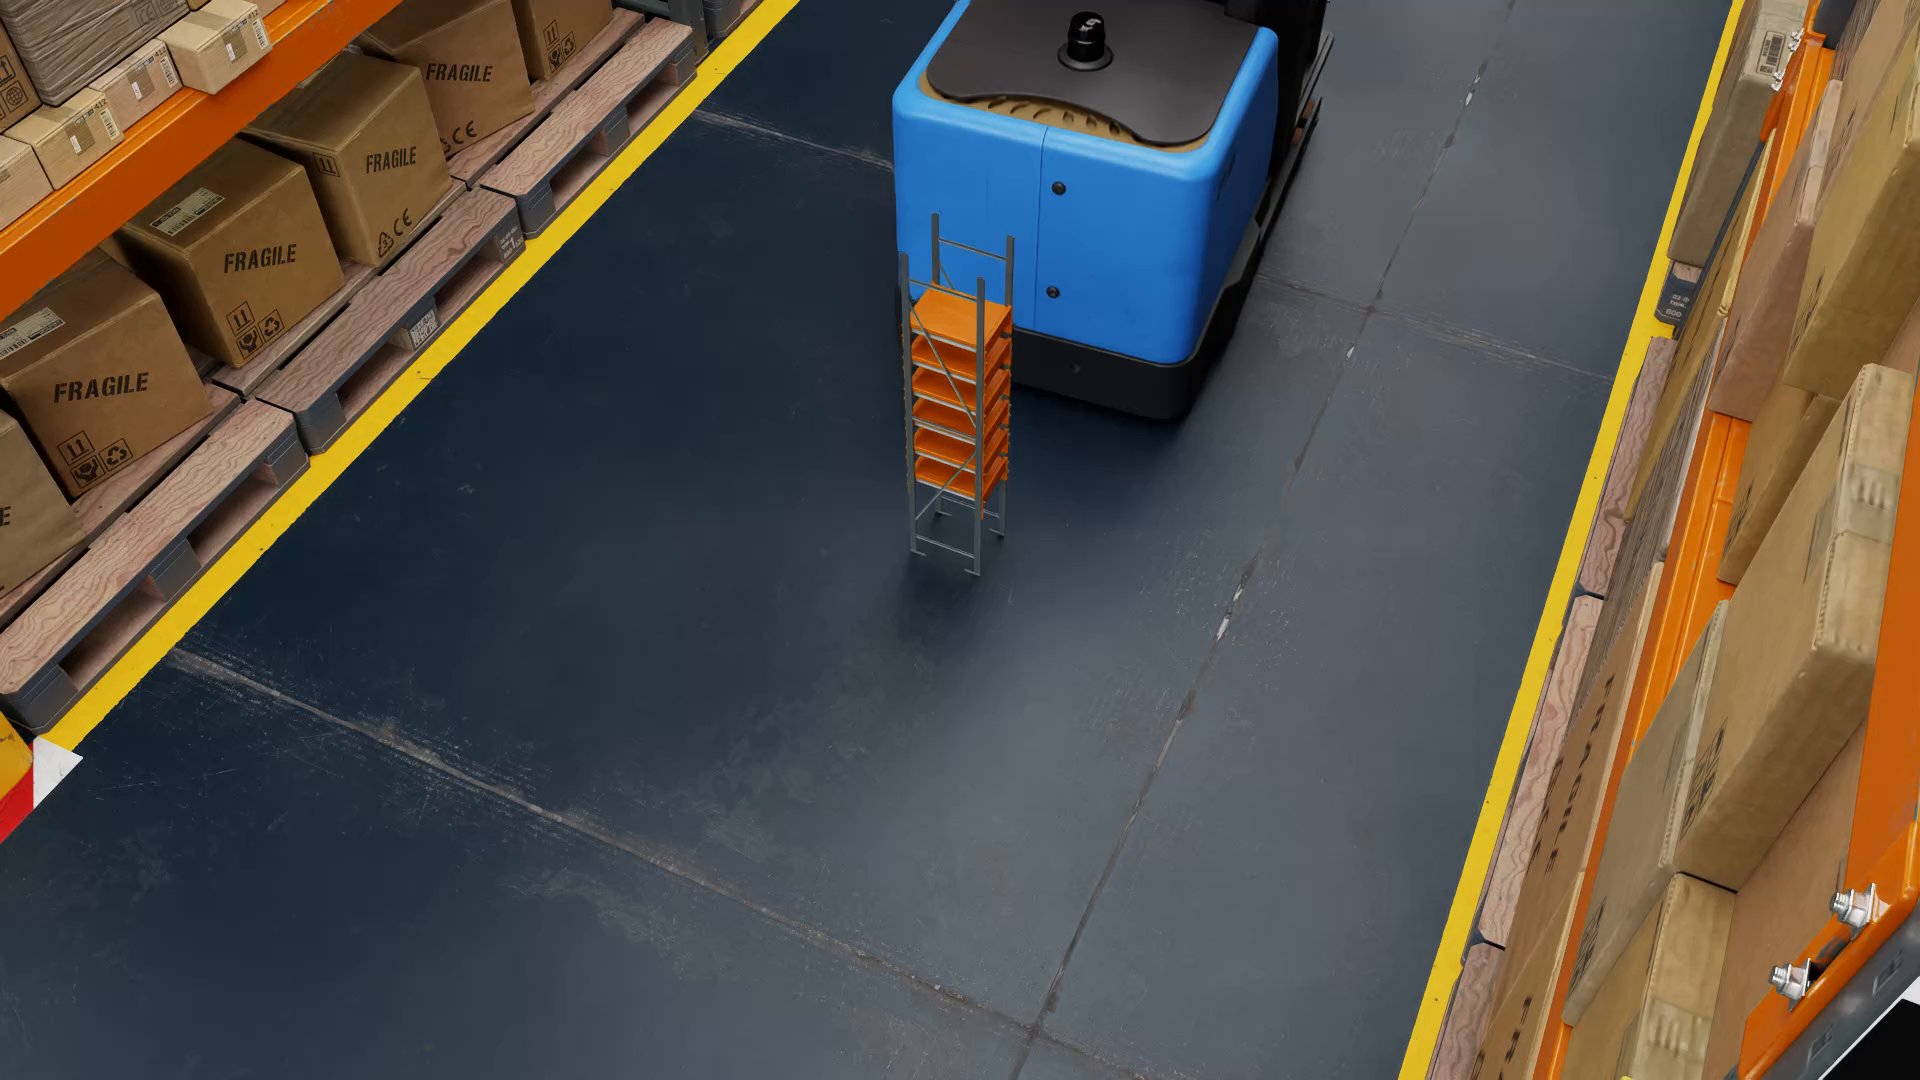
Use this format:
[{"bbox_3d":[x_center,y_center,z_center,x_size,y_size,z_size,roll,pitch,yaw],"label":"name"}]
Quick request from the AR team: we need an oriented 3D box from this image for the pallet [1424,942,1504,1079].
[{"bbox_3d":[1.473,1.633,3.722,1.003,0.211,1.213,20,52,16],"label":"pallet"}]

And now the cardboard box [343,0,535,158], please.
[{"bbox_3d":[-1.975,-1.800,6.177,0.500,0.500,0.500,36,58,27],"label":"cardboard box"}]

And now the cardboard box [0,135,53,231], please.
[{"bbox_3d":[-2.569,-0.928,4.235,0.380,0.149,0.250,20,52,16],"label":"cardboard box"}]

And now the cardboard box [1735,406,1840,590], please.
[{"bbox_3d":[1.888,0.255,2.965,0.875,0.550,0.550,20,52,16],"label":"cardboard box"}]

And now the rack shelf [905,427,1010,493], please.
[{"bbox_3d":[-0.006,-0.272,4.910,0.258,0.103,0.180,20,52,16],"label":"rack shelf"}]

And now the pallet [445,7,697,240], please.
[{"bbox_3d":[-1.785,-1.755,6.605,1.003,0.211,1.213,20,52,16],"label":"pallet"}]

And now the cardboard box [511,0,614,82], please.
[{"bbox_3d":[-1.737,-2.197,6.515,0.500,0.500,0.500,18,52,15],"label":"cardboard box"}]

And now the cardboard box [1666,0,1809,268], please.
[{"bbox_3d":[3.095,-1.313,5.599,1.050,0.750,0.750,20,52,16],"label":"cardboard box"}]

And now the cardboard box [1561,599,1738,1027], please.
[{"bbox_3d":[1.535,0.600,2.671,0.875,0.550,0.550,20,52,16],"label":"cardboard box"}]

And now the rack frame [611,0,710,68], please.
[{"bbox_3d":[-1.530,-3.133,5.946,1.000,3.000,0.127,20,52,16],"label":"rack frame"}]

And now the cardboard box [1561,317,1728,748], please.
[{"bbox_3d":[2.198,0.135,4.285,0.875,0.875,0.875,20,53,16],"label":"cardboard box"}]

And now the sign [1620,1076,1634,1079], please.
[{"bbox_3d":[0.718,0.667,1.797,0.100,0.325,0.005,20,52,16],"label":"sign"}]

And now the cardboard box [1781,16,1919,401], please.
[{"bbox_3d":[2.019,-0.494,2.893,0.875,0.550,0.500,20,52,16],"label":"cardboard box"}]

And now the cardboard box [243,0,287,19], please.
[{"bbox_3d":[-2.186,-1.632,4.834,0.380,0.149,0.250,20,52,16],"label":"cardboard box"}]

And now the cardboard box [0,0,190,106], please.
[{"bbox_3d":[-2.621,-1.591,4.373,0.875,0.500,0.500,20,52,16],"label":"cardboard box"}]

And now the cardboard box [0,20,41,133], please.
[{"bbox_3d":[-2.874,-1.260,4.092,0.875,0.500,0.500,20,52,16],"label":"cardboard box"}]

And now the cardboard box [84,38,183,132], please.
[{"bbox_3d":[-2.373,-1.279,4.533,0.380,0.149,0.250,20,52,16],"label":"cardboard box"}]

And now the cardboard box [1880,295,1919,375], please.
[{"bbox_3d":[1.910,-0.087,2.547,0.875,0.550,0.550,20,52,16],"label":"cardboard box"}]

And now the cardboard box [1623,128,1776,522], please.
[{"bbox_3d":[2.579,-0.487,4.814,0.875,0.875,0.875,21,53,17],"label":"cardboard box"}]

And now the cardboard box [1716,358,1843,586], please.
[{"bbox_3d":[2.077,-0.123,3.287,0.875,0.550,0.500,20,52,16],"label":"cardboard box"}]

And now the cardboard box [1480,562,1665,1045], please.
[{"bbox_3d":[1.807,0.762,3.751,0.875,0.875,0.875,19,52,16],"label":"cardboard box"}]

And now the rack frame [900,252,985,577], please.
[{"bbox_3d":[-0.045,-0.316,4.731,0.240,1.200,0.006,20,52,16],"label":"rack frame"}]

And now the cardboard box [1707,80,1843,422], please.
[{"bbox_3d":[2.213,-0.521,3.625,0.875,0.550,0.550,20,52,16],"label":"cardboard box"}]

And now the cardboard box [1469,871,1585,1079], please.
[{"bbox_3d":[1.433,1.369,3.235,0.875,0.875,0.875,20,53,16],"label":"cardboard box"}]

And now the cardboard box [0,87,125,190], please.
[{"bbox_3d":[-2.456,-1.098,4.379,0.380,0.149,0.250,20,52,16],"label":"cardboard box"}]

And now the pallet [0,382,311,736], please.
[{"bbox_3d":[-2.827,-0.075,5.175,1.003,0.211,1.213,20,52,16],"label":"pallet"}]

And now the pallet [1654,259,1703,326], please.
[{"bbox_3d":[3.173,-1.102,6.049,1.003,0.211,1.213,20,52,16],"label":"pallet"}]

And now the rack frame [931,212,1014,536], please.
[{"bbox_3d":[0.033,-0.442,4.838,0.240,1.200,0.006,20,52,16],"label":"rack frame"}]

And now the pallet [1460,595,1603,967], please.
[{"bbox_3d":[1.996,0.795,4.435,1.003,0.211,1.213,20,52,16],"label":"pallet"}]

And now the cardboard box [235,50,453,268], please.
[{"bbox_3d":[-2.169,-1.347,5.792,0.500,0.500,0.500,16,51,13],"label":"cardboard box"}]

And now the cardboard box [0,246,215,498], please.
[{"bbox_3d":[-2.732,-0.552,5.116,0.500,0.500,0.500,33,57,25],"label":"cardboard box"}]

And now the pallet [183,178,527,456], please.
[{"bbox_3d":[-2.305,-0.912,5.888,1.003,0.211,1.213,20,52,16],"label":"pallet"}]

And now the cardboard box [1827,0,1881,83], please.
[{"bbox_3d":[2.765,-1.240,4.237,0.875,0.550,0.550,20,52,16],"label":"cardboard box"}]

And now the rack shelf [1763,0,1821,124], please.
[{"bbox_3d":[3.766,-2.594,5.960,1.077,0.370,4.000,20,52,16],"label":"rack shelf"}]

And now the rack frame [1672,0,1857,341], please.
[{"bbox_3d":[2.911,-1.450,4.514,1.000,3.000,0.127,20,52,16],"label":"rack frame"}]

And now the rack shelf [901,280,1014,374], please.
[{"bbox_3d":[-0.006,-0.583,4.544,0.258,0.103,0.180,20,52,16],"label":"rack shelf"}]

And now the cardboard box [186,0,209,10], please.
[{"bbox_3d":[-2.397,-1.931,4.663,0.875,0.500,0.500,20,52,16],"label":"cardboard box"}]

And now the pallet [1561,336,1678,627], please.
[{"bbox_3d":[2.516,-0.048,5.152,1.003,0.211,1.213,20,52,16],"label":"pallet"}]

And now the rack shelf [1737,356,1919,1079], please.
[{"bbox_3d":[2.057,-0.811,2.474,1.077,0.370,4.000,20,52,16],"label":"rack shelf"}]

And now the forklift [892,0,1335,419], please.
[{"bbox_3d":[0.781,-2.497,5.450,1.130,2.935,3.031,16,52,13],"label":"forklift"}]

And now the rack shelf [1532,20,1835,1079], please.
[{"bbox_3d":[2.057,0.161,3.616,1.077,0.370,4.000,20,52,16],"label":"rack shelf"}]

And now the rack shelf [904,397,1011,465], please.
[{"bbox_3d":[-0.006,-0.350,4.818,0.258,0.103,0.180,20,52,16],"label":"rack shelf"}]

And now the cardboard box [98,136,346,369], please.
[{"bbox_3d":[-2.448,-0.977,5.477,0.500,0.500,0.500,24,54,19],"label":"cardboard box"}]

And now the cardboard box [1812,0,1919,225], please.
[{"bbox_3d":[2.238,-0.862,3.206,0.875,0.550,0.550,20,52,16],"label":"cardboard box"}]

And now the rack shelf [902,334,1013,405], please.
[{"bbox_3d":[-0.006,-0.506,4.636,0.258,0.103,0.180,20,52,16],"label":"rack shelf"}]

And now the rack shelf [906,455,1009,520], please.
[{"bbox_3d":[-0.006,-0.195,5.001,0.258,0.103,0.180,20,52,16],"label":"rack shelf"}]

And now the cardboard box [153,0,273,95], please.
[{"bbox_3d":[-2.173,-1.417,4.651,0.380,0.149,0.250,20,52,16],"label":"cardboard box"}]

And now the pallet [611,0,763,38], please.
[{"bbox_3d":[-1.199,-2.766,7.465,1.003,0.211,1.213,20,52,16],"label":"pallet"}]

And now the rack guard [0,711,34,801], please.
[{"bbox_3d":[-3.206,0.379,4.599,1.175,0.500,0.348,20,52,16],"label":"rack guard"}]

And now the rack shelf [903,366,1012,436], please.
[{"bbox_3d":[-0.006,-0.428,4.727,0.258,0.103,0.180,20,52,16],"label":"rack shelf"}]

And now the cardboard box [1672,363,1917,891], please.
[{"bbox_3d":[1.548,0.255,2.256,0.875,0.550,0.550,20,52,16],"label":"cardboard box"}]

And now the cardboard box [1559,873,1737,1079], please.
[{"bbox_3d":[1.320,0.986,2.343,0.875,0.550,0.550,20,52,16],"label":"cardboard box"}]

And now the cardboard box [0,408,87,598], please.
[{"bbox_3d":[-2.957,-0.129,4.756,0.500,0.500,0.500,29,55,22],"label":"cardboard box"}]

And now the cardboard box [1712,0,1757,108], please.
[{"bbox_3d":[3.511,-1.976,6.164,1.050,0.750,0.750,20,52,16],"label":"cardboard box"}]

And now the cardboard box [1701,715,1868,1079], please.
[{"bbox_3d":[1.396,0.663,1.908,0.875,0.550,0.550,20,52,16],"label":"cardboard box"}]

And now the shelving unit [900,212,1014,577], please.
[{"bbox_3d":[-0.006,-0.379,4.785,0.258,1.200,0.189,20,52,16],"label":"shelving unit"}]
